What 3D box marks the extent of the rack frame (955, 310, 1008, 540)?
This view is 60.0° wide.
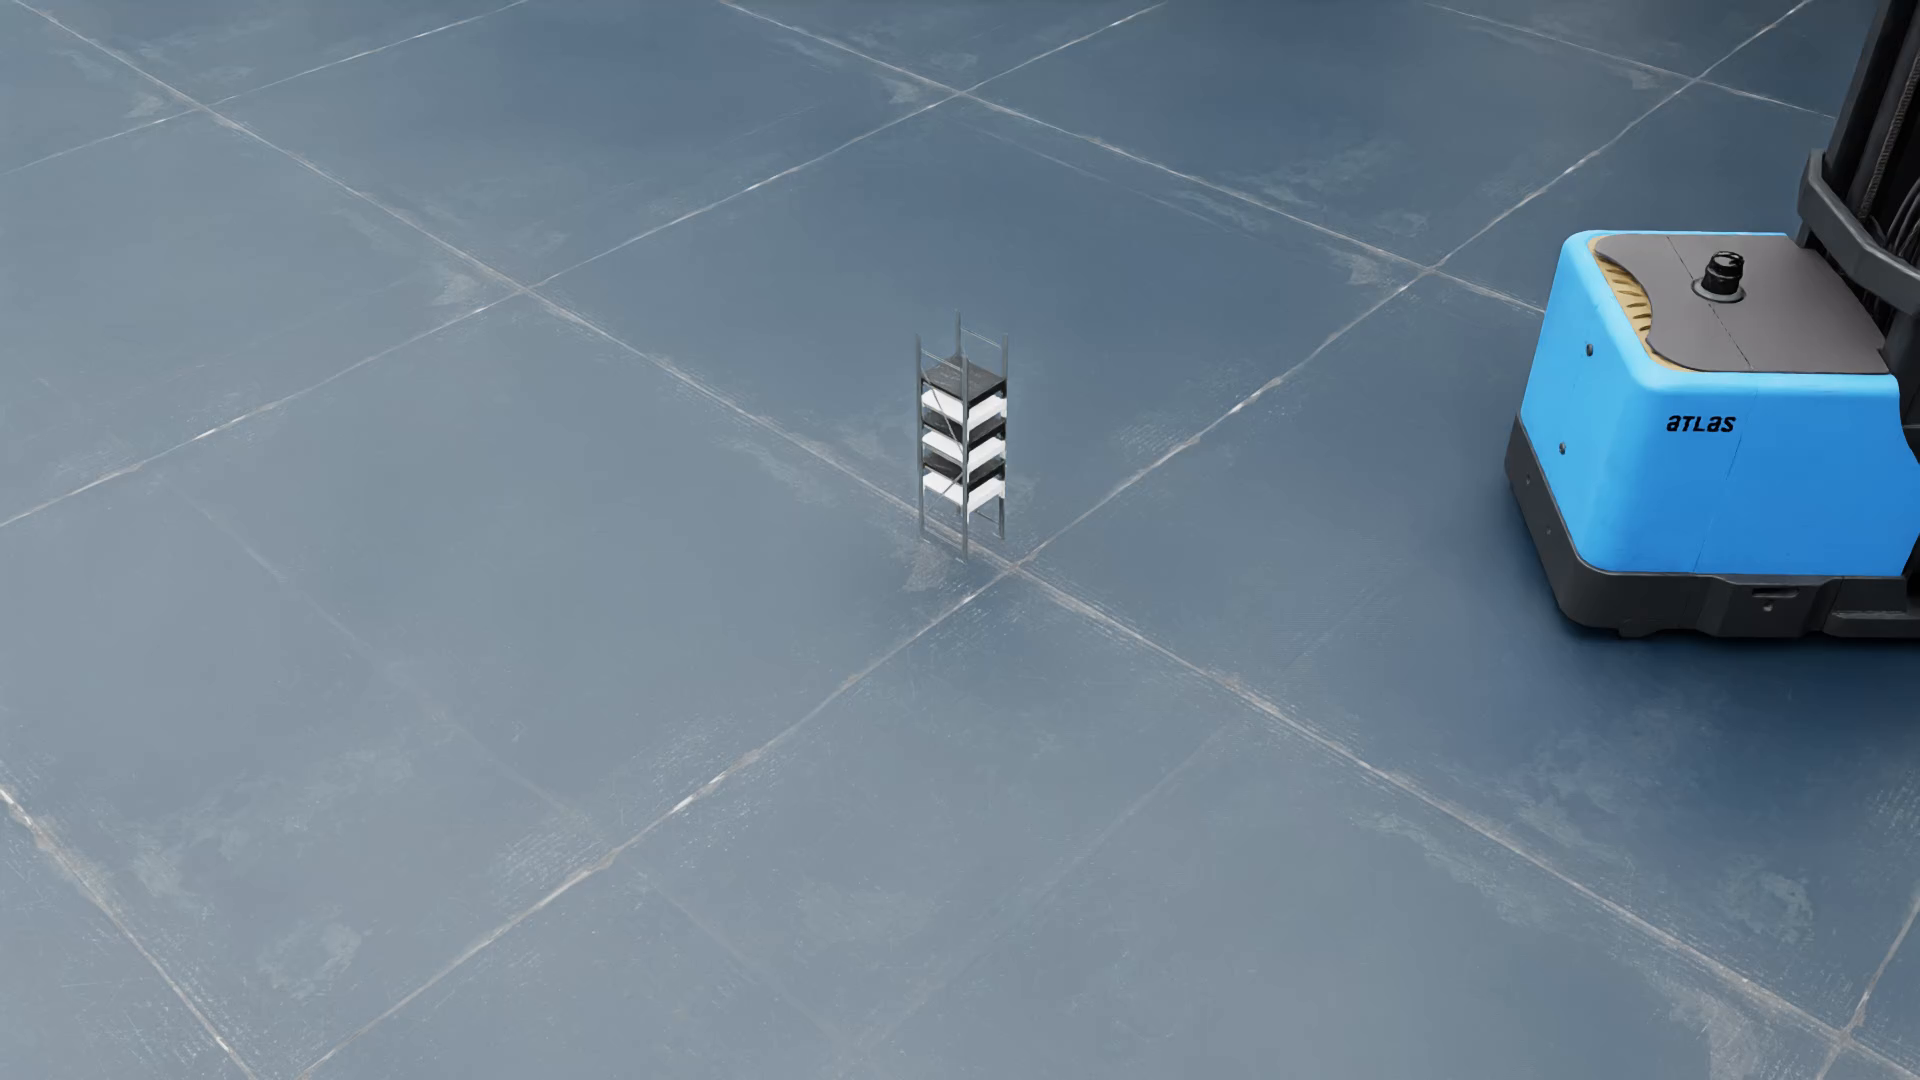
[{"bbox_3d":[0.074,-0.403,6.033,0.240,0.900,0.006,30,47,32],"label":"rack frame"}]

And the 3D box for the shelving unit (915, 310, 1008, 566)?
[{"bbox_3d":[0.005,-0.356,5.975,0.258,0.900,0.210,30,47,32],"label":"shelving unit"}]

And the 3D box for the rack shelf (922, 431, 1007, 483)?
[{"bbox_3d":[0.005,-0.330,5.995,0.258,0.077,0.200,30,47,32],"label":"rack shelf"}]

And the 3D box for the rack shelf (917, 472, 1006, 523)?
[{"bbox_3d":[0.005,-0.189,6.107,0.258,0.077,0.200,30,47,32],"label":"rack shelf"}]

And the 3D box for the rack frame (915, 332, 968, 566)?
[{"bbox_3d":[-0.063,-0.309,5.916,0.240,0.900,0.006,30,47,32],"label":"rack frame"}]

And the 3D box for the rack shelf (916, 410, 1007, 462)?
[{"bbox_3d":[0.005,-0.400,5.939,0.258,0.077,0.200,30,47,32],"label":"rack shelf"}]

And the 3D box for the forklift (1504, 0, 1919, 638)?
[{"bbox_3d":[3.629,-1.091,5.268,3.031,2.935,1.130,1,38,1],"label":"forklift"}]

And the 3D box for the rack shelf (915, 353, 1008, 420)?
[{"bbox_3d":[0.005,-0.541,5.827,0.258,0.077,0.200,30,47,32],"label":"rack shelf"}]

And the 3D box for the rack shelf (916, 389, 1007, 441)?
[{"bbox_3d":[0.005,-0.471,5.883,0.258,0.077,0.200,30,47,32],"label":"rack shelf"}]

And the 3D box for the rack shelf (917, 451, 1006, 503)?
[{"bbox_3d":[0.005,-0.259,6.051,0.258,0.077,0.200,30,47,32],"label":"rack shelf"}]
